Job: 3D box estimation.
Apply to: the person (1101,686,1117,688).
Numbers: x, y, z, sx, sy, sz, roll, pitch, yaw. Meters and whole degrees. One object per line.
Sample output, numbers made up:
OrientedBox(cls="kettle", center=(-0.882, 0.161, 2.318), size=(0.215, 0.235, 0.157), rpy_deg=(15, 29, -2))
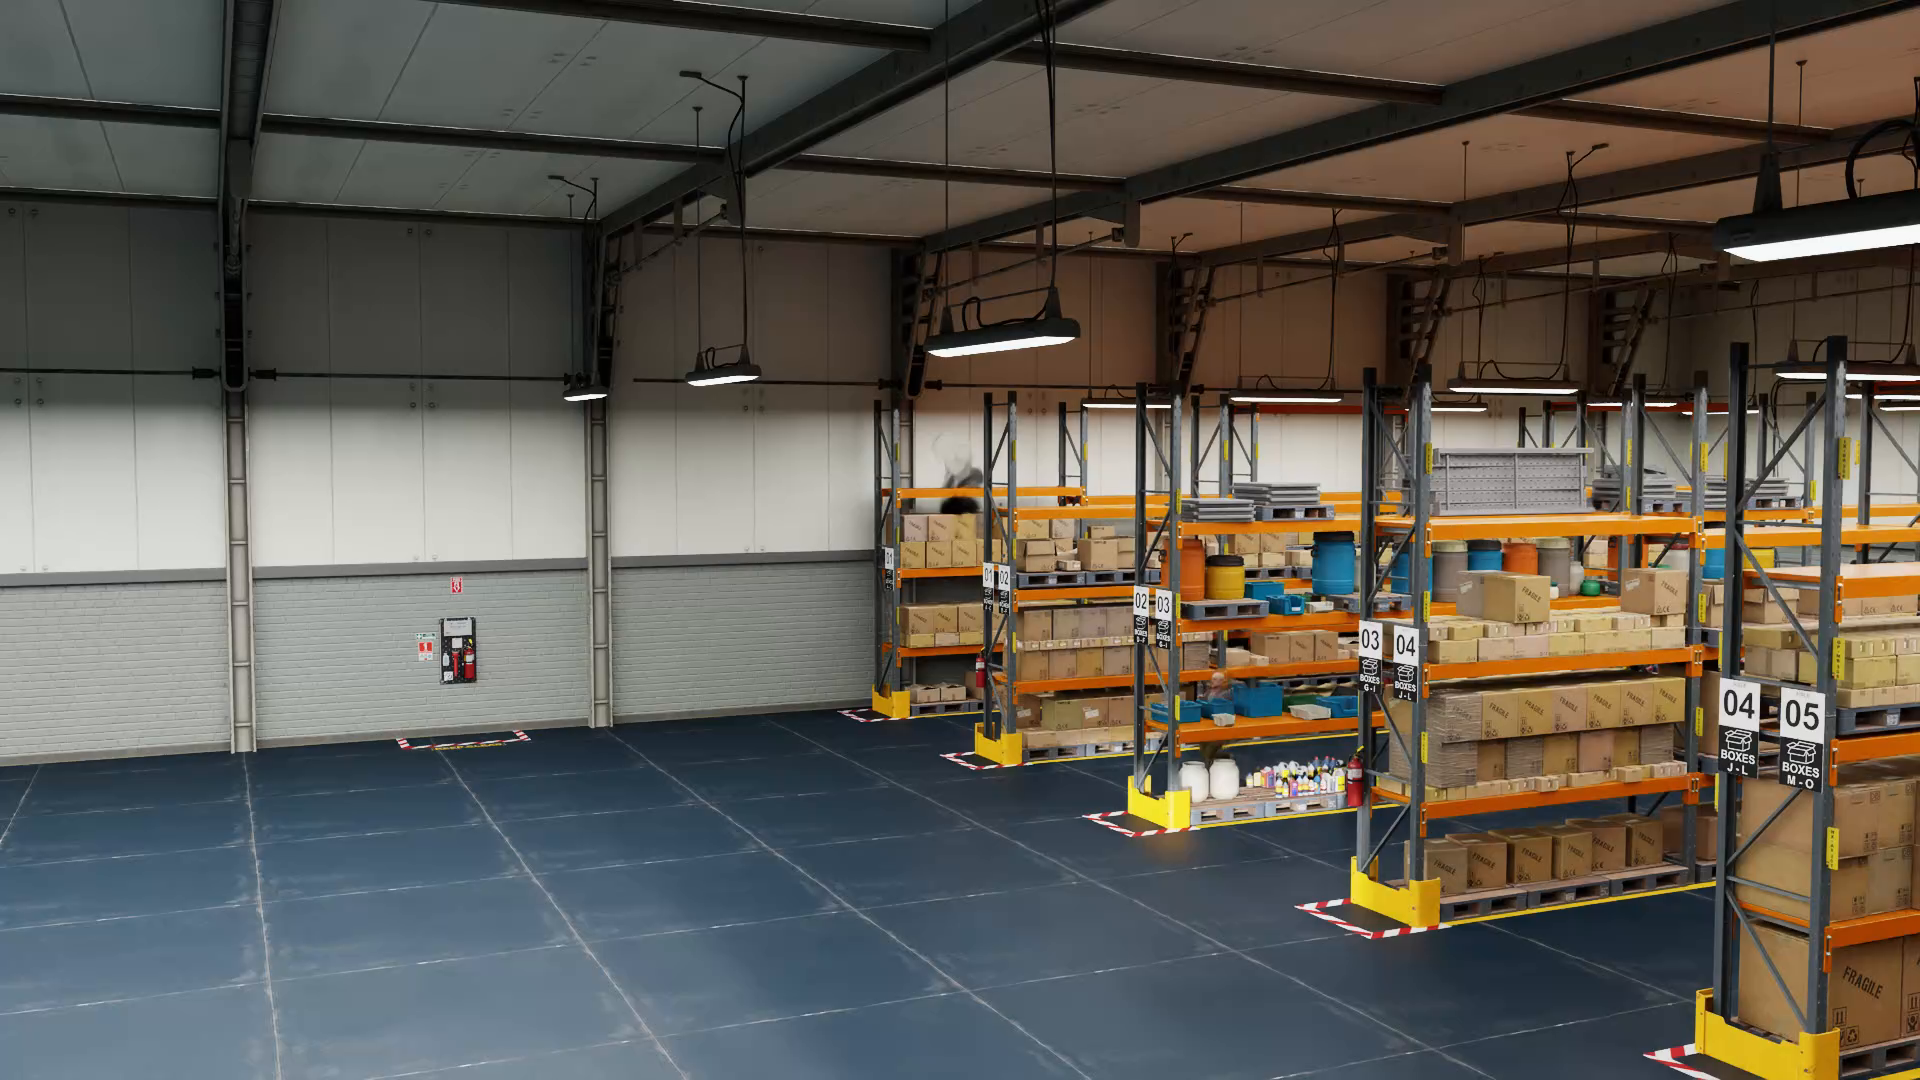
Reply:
OrientedBox(cls="person", center=(2.844, 2.526, 30.278), size=(0.728, 1.801, 0.671), rpy_deg=(-2, 4, -35))

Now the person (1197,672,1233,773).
OrientedBox(cls="person", center=(3.853, 2.852, 24.915), size=(0.720, 1.743, 0.711), rpy_deg=(-2, 4, -35))
